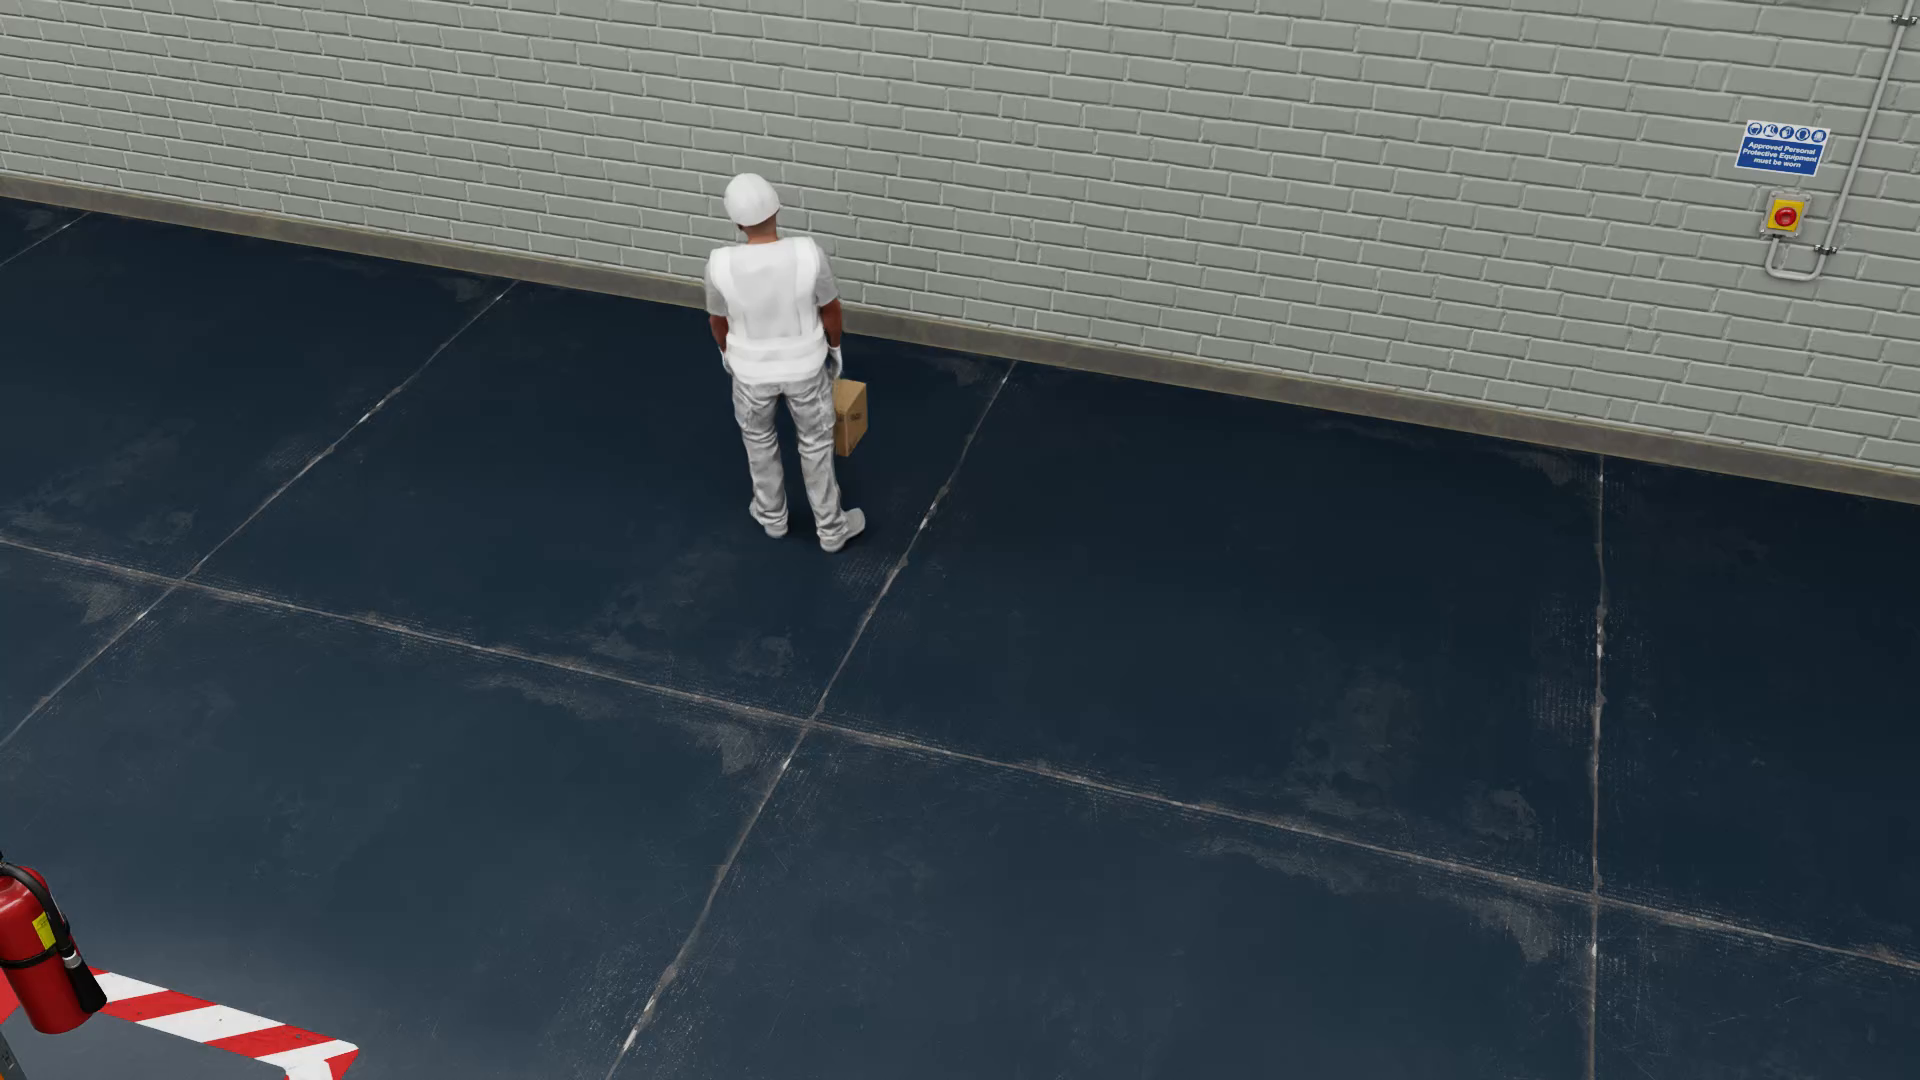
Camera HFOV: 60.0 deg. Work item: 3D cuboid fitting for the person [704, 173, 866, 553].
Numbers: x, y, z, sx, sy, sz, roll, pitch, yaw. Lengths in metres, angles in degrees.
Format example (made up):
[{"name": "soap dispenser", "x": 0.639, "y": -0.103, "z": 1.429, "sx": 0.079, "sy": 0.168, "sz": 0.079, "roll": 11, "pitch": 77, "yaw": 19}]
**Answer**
[{"name": "person", "x": -0.748, "y": -0.759, "z": 7.161, "sx": 0.623, "sy": 1.773, "sz": 0.464, "roll": -3, "pitch": 37, "yaw": -4}]
